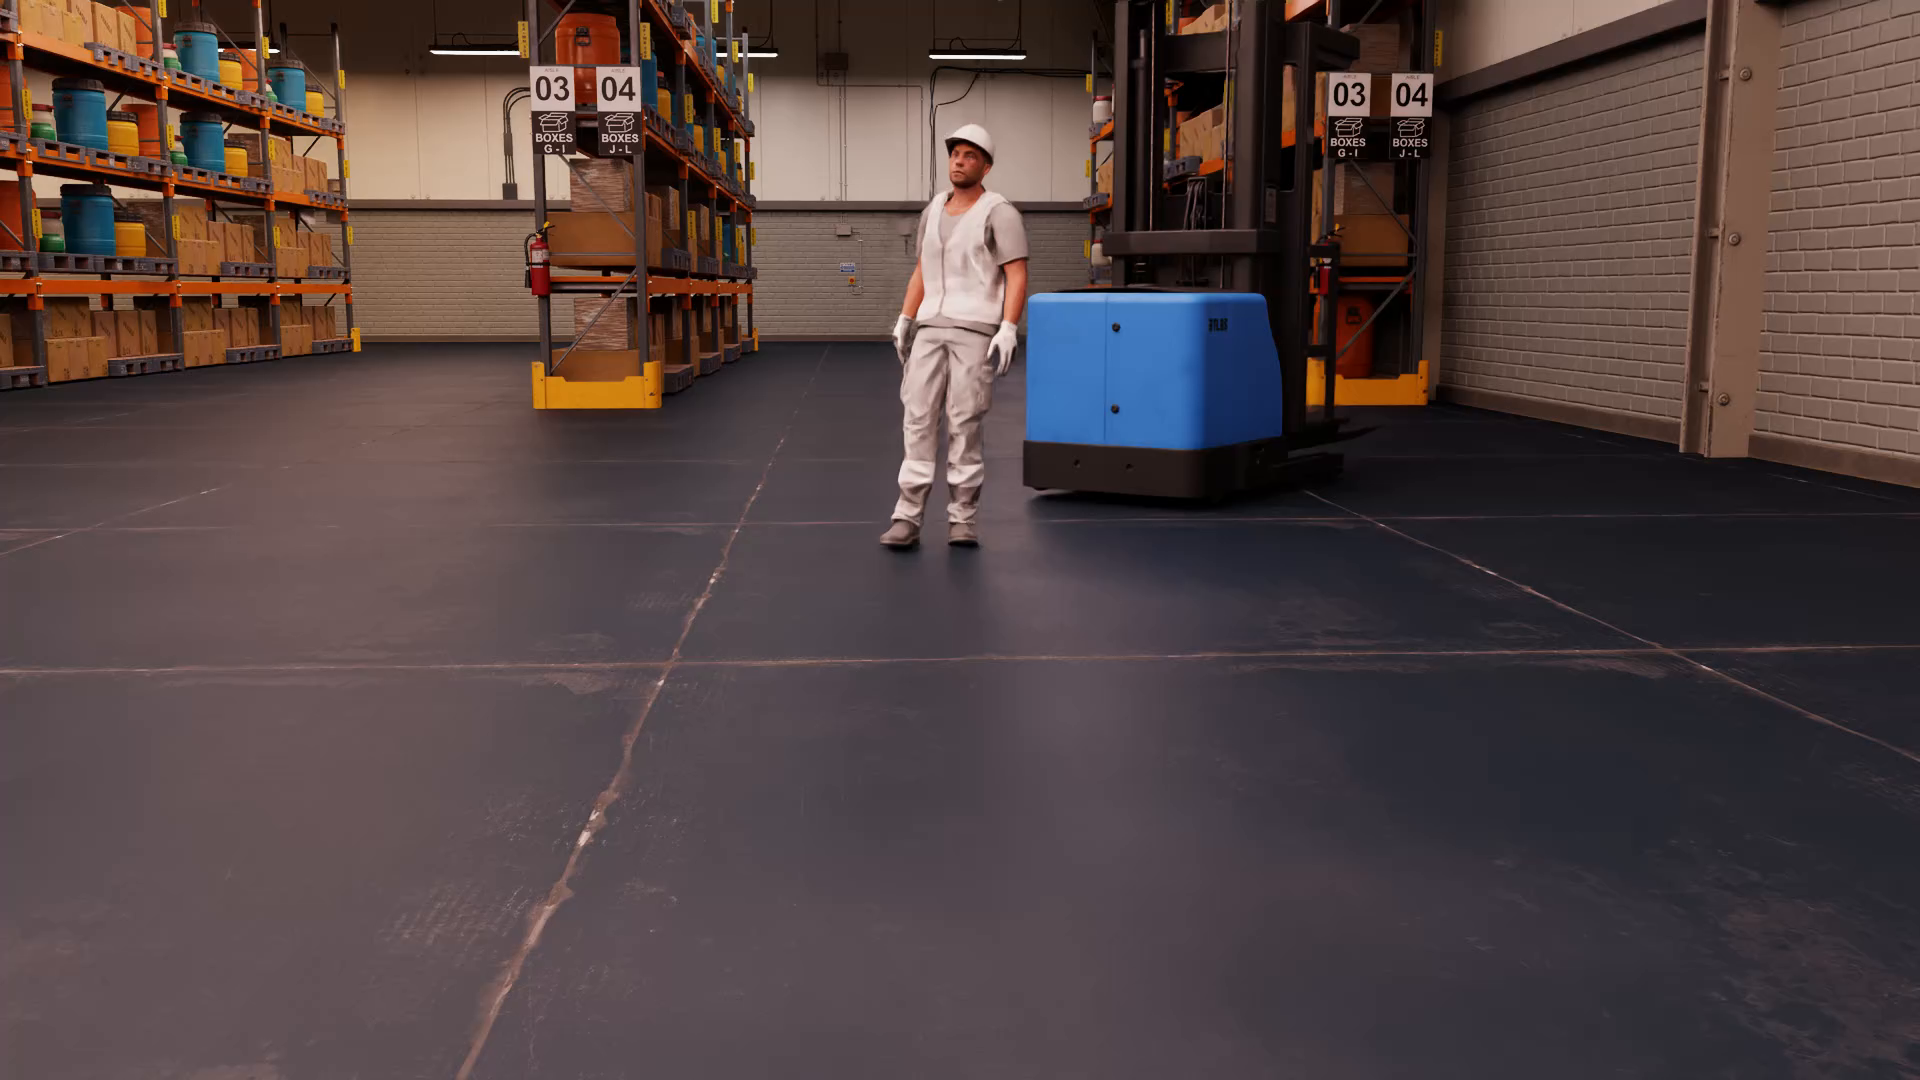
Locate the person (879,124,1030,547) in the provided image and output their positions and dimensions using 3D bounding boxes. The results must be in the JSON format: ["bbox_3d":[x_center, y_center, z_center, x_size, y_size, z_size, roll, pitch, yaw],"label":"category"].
[{"bbox_3d":[-0.070,-0.864,7.060,0.639,1.785,0.637,6,10,35],"label":"person"}]

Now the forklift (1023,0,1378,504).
[{"bbox_3d":[1.572,-1.804,9.482,1.130,2.935,3.031,6,10,34],"label":"forklift"}]
